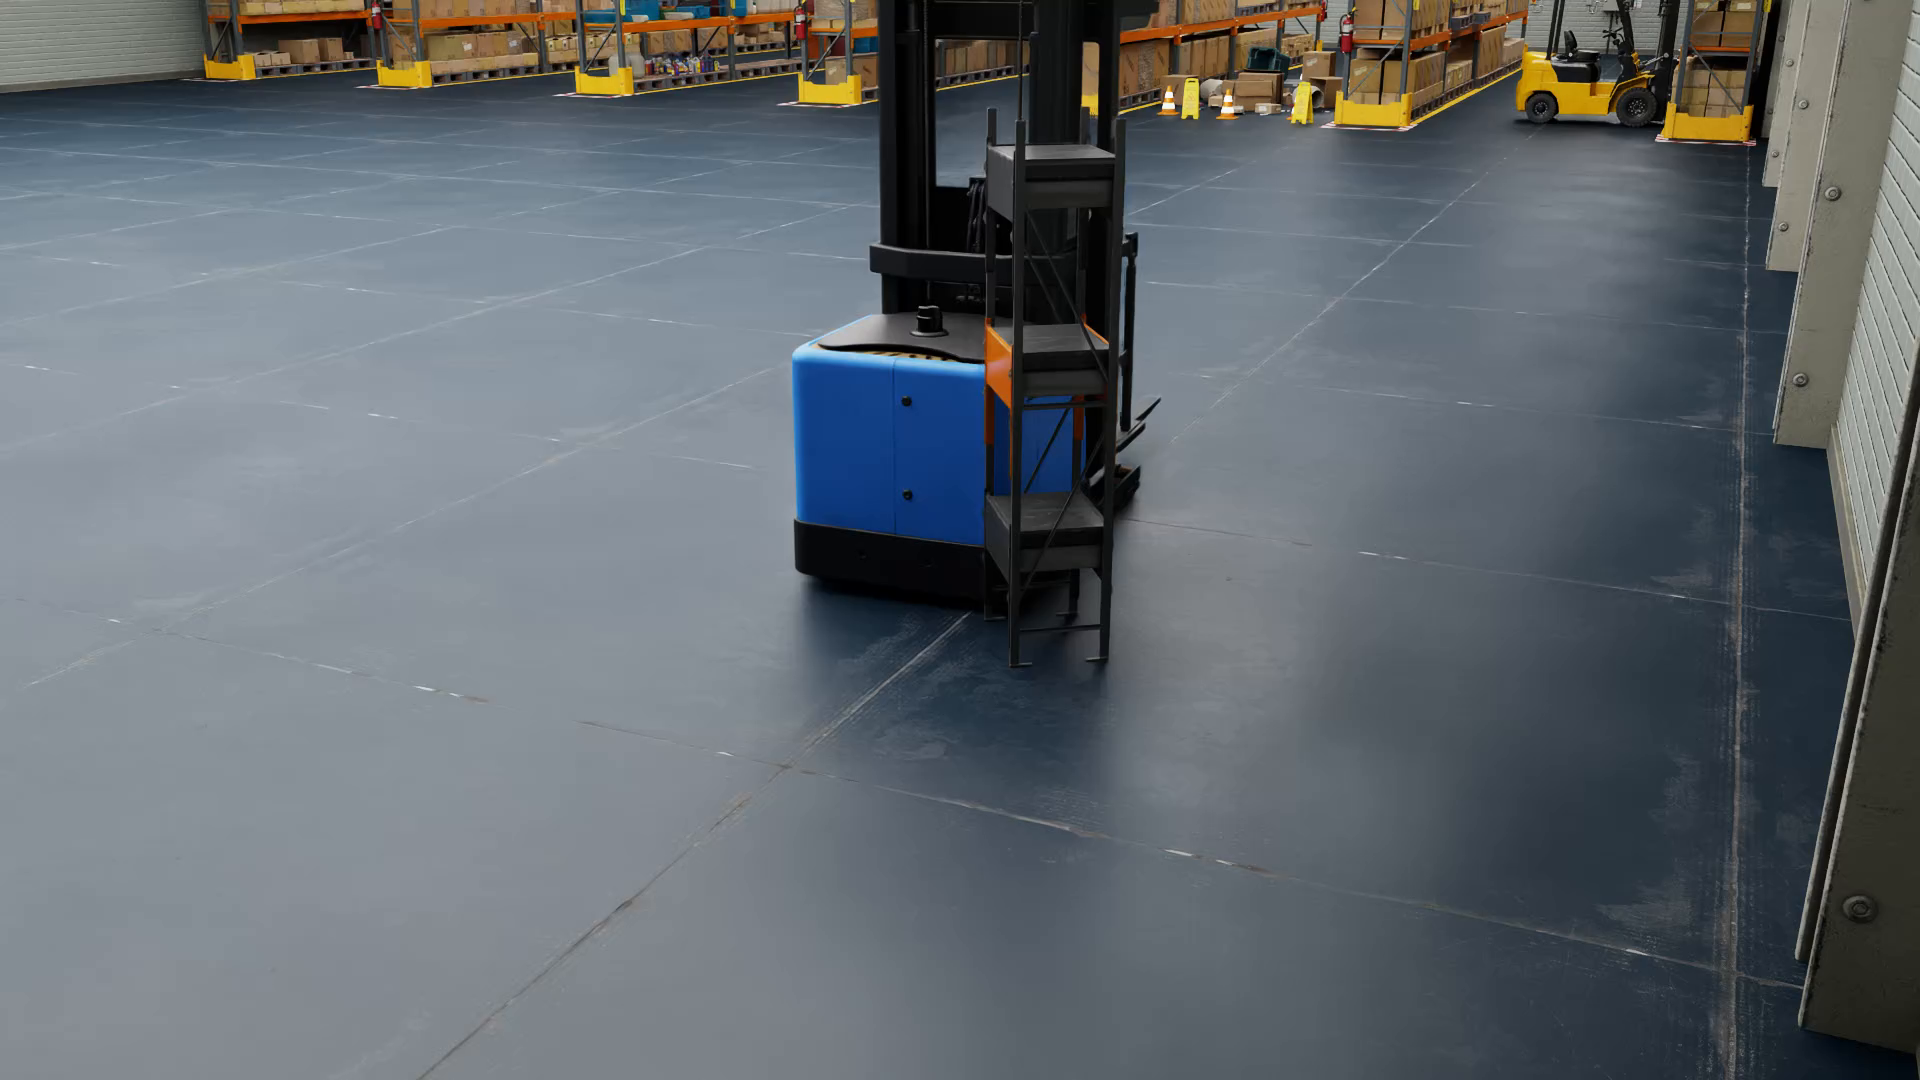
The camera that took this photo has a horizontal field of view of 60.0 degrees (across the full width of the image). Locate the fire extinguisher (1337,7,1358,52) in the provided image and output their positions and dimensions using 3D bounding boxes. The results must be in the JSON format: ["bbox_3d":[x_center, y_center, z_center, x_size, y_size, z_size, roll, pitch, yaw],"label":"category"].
[{"bbox_3d":[6.149,-8.091,26.360,0.296,0.674,0.183,9,21,23],"label":"fire extinguisher"}]

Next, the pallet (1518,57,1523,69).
[{"bbox_3d":[12.912,-11.422,39.770,1.003,0.211,1.213,9,21,23],"label":"pallet"}]

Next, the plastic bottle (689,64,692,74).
[{"bbox_3d":[-5.611,-9.768,34.478,0.097,0.201,0.097,0,20,0],"label":"plastic bottle"}]

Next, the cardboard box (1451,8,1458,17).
[{"bbox_3d":[8.769,-9.528,30.031,0.380,0.149,0.250,9,21,23],"label":"cardboard box"}]

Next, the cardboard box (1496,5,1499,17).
[{"bbox_3d":[11.143,-11.218,35.261,0.500,0.250,0.500,8,21,21],"label":"cardboard box"}]

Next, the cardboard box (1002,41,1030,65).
[{"bbox_3d":[1.153,-11.310,37.838,1.225,0.875,0.875,8,21,20],"label":"cardboard box"}]

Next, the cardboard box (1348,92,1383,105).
[{"bbox_3d":[6.711,-7.293,27.477,0.500,0.250,0.500,8,21,22],"label":"cardboard box"}]

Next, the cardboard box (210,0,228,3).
[{"bbox_3d":[-15.983,-11.964,36.207,0.500,0.500,0.500,8,21,22],"label":"cardboard box"}]

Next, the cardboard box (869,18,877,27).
[{"bbox_3d":[-1.771,-9.623,30.925,0.380,0.149,0.250,9,21,23],"label":"cardboard box"}]

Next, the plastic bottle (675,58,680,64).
[{"bbox_3d":[-5.964,-10.033,35.119,0.097,0.271,0.097,0,20,0],"label":"plastic bottle"}]

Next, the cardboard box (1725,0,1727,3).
[{"bbox_3d":[12.721,-9.130,28.048,0.380,0.149,0.250,9,22,25],"label":"cardboard box"}]

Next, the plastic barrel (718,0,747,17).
[{"bbox_3d":[-4.871,-11.675,35.571,0.600,0.901,0.708,9,21,23],"label":"plastic barrel"}]

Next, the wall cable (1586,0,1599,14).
[{"bbox_3d":[16.754,-15.005,44.169,0.588,1.984,0.122,9,21,23],"label":"wall cable"}]

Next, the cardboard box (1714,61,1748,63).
[{"bbox_3d":[12.346,-7.529,26.648,0.500,0.250,0.500,9,21,23],"label":"cardboard box"}]

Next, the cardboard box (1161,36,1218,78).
[{"bbox_3d":[4.648,-9.890,34.032,1.050,0.750,0.750,9,21,24],"label":"cardboard box"}]

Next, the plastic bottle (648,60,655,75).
[{"bbox_3d":[-6.366,-9.747,34.297,0.061,0.283,0.133,9,21,23],"label":"plastic bottle"}]

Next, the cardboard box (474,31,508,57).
[{"bbox_3d":[-10.230,-10.822,36.280,0.500,0.500,0.500,9,21,23],"label":"cardboard box"}]

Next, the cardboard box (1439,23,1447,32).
[{"bbox_3d":[8.305,-8.987,29.137,0.380,0.149,0.250,9,22,24],"label":"cardboard box"}]

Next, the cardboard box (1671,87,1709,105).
[{"bbox_3d":[11.060,-6.749,25.201,0.500,0.250,0.500,8,21,22],"label":"cardboard box"}]

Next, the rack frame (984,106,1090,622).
[{"bbox_3d":[0.300,-0.660,6.691,0.400,2.100,0.015,-4,20,-10],"label":"rack frame"}]

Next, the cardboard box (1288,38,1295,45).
[{"bbox_3d":[7.793,-11.938,39.800,0.380,0.149,0.250,9,21,24],"label":"cardboard box"}]

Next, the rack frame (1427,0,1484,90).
[{"bbox_3d":[9.892,-10.545,33.144,1.000,3.000,0.127,9,21,23],"label":"rack frame"}]

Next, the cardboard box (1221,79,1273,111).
[{"bbox_3d":[5.026,-7.808,29.172,0.797,0.503,0.637,-5,20,-15],"label":"cardboard box"}]

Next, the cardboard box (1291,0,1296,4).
[{"bbox_3d":[7.601,-12.873,39.095,0.500,0.500,0.500,9,21,23],"label":"cardboard box"}]

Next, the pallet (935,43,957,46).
[{"bbox_3d":[-0.765,-13.470,45.528,1.003,0.211,1.213,9,21,23],"label":"pallet"}]

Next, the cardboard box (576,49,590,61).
[{"bbox_3d":[-9.012,-11.349,38.881,0.500,0.250,0.500,8,21,21],"label":"cardboard box"}]

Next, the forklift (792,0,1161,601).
[{"bbox_3d":[0.286,-1.578,8.032,1.130,2.935,3.031,8,21,21],"label":"forklift"}]

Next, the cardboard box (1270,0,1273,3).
[{"bbox_3d":[6.885,-12.268,37.736,0.380,0.149,0.250,9,21,23],"label":"cardboard box"}]

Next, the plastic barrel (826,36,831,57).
[{"bbox_3d":[-3.333,-11.947,40.172,0.421,0.512,0.421,0,20,0],"label":"plastic barrel"}]

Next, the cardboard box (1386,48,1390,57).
[{"bbox_3d":[7.011,-8.220,27.995,0.380,0.149,0.250,10,22,25],"label":"cardboard box"}]

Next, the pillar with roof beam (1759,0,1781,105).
[{"bbox_3d":[10.783,-12.760,30.419,9.100,9.000,0.400,9,21,23],"label":"pillar with roof beam"}]

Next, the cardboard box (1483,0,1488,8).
[{"bbox_3d":[10.325,-10.831,33.426,0.500,0.250,0.500,8,21,22],"label":"cardboard box"}]

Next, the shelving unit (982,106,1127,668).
[{"bbox_3d":[0.347,-0.580,6.466,0.431,2.100,0.503,-4,20,-10],"label":"shelving unit"}]

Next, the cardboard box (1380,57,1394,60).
[{"bbox_3d":[6.917,-7.796,27.771,0.500,0.500,0.500,9,22,25],"label":"cardboard box"}]

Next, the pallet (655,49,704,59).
[{"bbox_3d":[-7.344,-12.546,42.932,1.003,0.211,1.213,9,21,23],"label":"pallet"}]

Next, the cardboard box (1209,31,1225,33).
[{"bbox_3d":[5.572,-10.968,36.317,0.500,0.250,0.500,9,21,23],"label":"cardboard box"}]

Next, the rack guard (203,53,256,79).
[{"bbox_3d":[-15.951,-10.344,36.308,1.175,0.500,0.348,9,21,23],"label":"rack guard"}]

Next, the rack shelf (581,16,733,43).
[{"bbox_3d":[-6.125,-10.411,33.842,1.077,0.370,4.000,9,21,23],"label":"rack shelf"}]

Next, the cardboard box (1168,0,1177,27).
[{"bbox_3d":[3.557,-9.927,31.182,0.875,0.550,0.550,9,21,23],"label":"cardboard box"}]

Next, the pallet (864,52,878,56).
[{"bbox_3d":[-2.384,-12.263,42.137,1.003,0.211,1.213,9,21,23],"label":"pallet"}]

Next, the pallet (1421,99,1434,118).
[{"bbox_3d":[7.513,-7.424,28.530,1.003,0.211,1.213,9,21,23],"label":"pallet"}]

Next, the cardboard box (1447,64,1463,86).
[{"bbox_3d":[9.041,-8.876,31.745,0.950,0.372,0.625,9,22,24],"label":"cardboard box"}]

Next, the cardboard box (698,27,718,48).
[{"bbox_3d":[-6.698,-13.178,43.620,0.500,0.500,0.500,9,21,23],"label":"cardboard box"}]

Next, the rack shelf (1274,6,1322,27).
[{"bbox_3d":[7.792,-12.689,40.245,1.077,0.370,4.000,9,21,23],"label":"rack shelf"}]

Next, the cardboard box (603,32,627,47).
[{"bbox_3d":[-8.382,-12.078,40.095,0.500,0.311,0.500,8,21,22],"label":"cardboard box"}]

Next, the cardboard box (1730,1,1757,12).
[{"bbox_3d":[11.522,-7.841,24.421,0.380,0.149,0.250,8,21,21],"label":"cardboard box"}]

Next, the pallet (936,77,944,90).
[{"bbox_3d":[-1.030,-9.158,33.405,1.003,0.211,1.213,9,21,23],"label":"pallet"}]

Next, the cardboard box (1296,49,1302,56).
[{"bbox_3d":[8.119,-11.898,40.576,0.380,0.149,0.250,9,21,24],"label":"cardboard box"}]

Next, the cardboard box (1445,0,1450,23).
[{"bbox_3d":[8.299,-9.340,29.161,0.500,0.500,0.500,8,21,21],"label":"cardboard box"}]

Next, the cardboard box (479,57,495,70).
[{"bbox_3d":[-10.423,-10.314,35.970,0.500,0.250,0.500,9,21,23],"label":"cardboard box"}]

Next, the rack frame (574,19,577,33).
[{"bbox_3d":[-11.068,-15.167,46.139,1.000,3.000,0.127,9,21,23],"label":"rack frame"}]

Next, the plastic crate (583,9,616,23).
[{"bbox_3d":[-7.012,-10.263,32.572,0.499,0.251,0.616,9,21,23],"label":"plastic crate"}]

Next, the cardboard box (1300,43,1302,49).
[{"bbox_3d":[8.121,-12.038,40.527,0.380,0.149,0.250,10,22,25],"label":"cardboard box"}]
